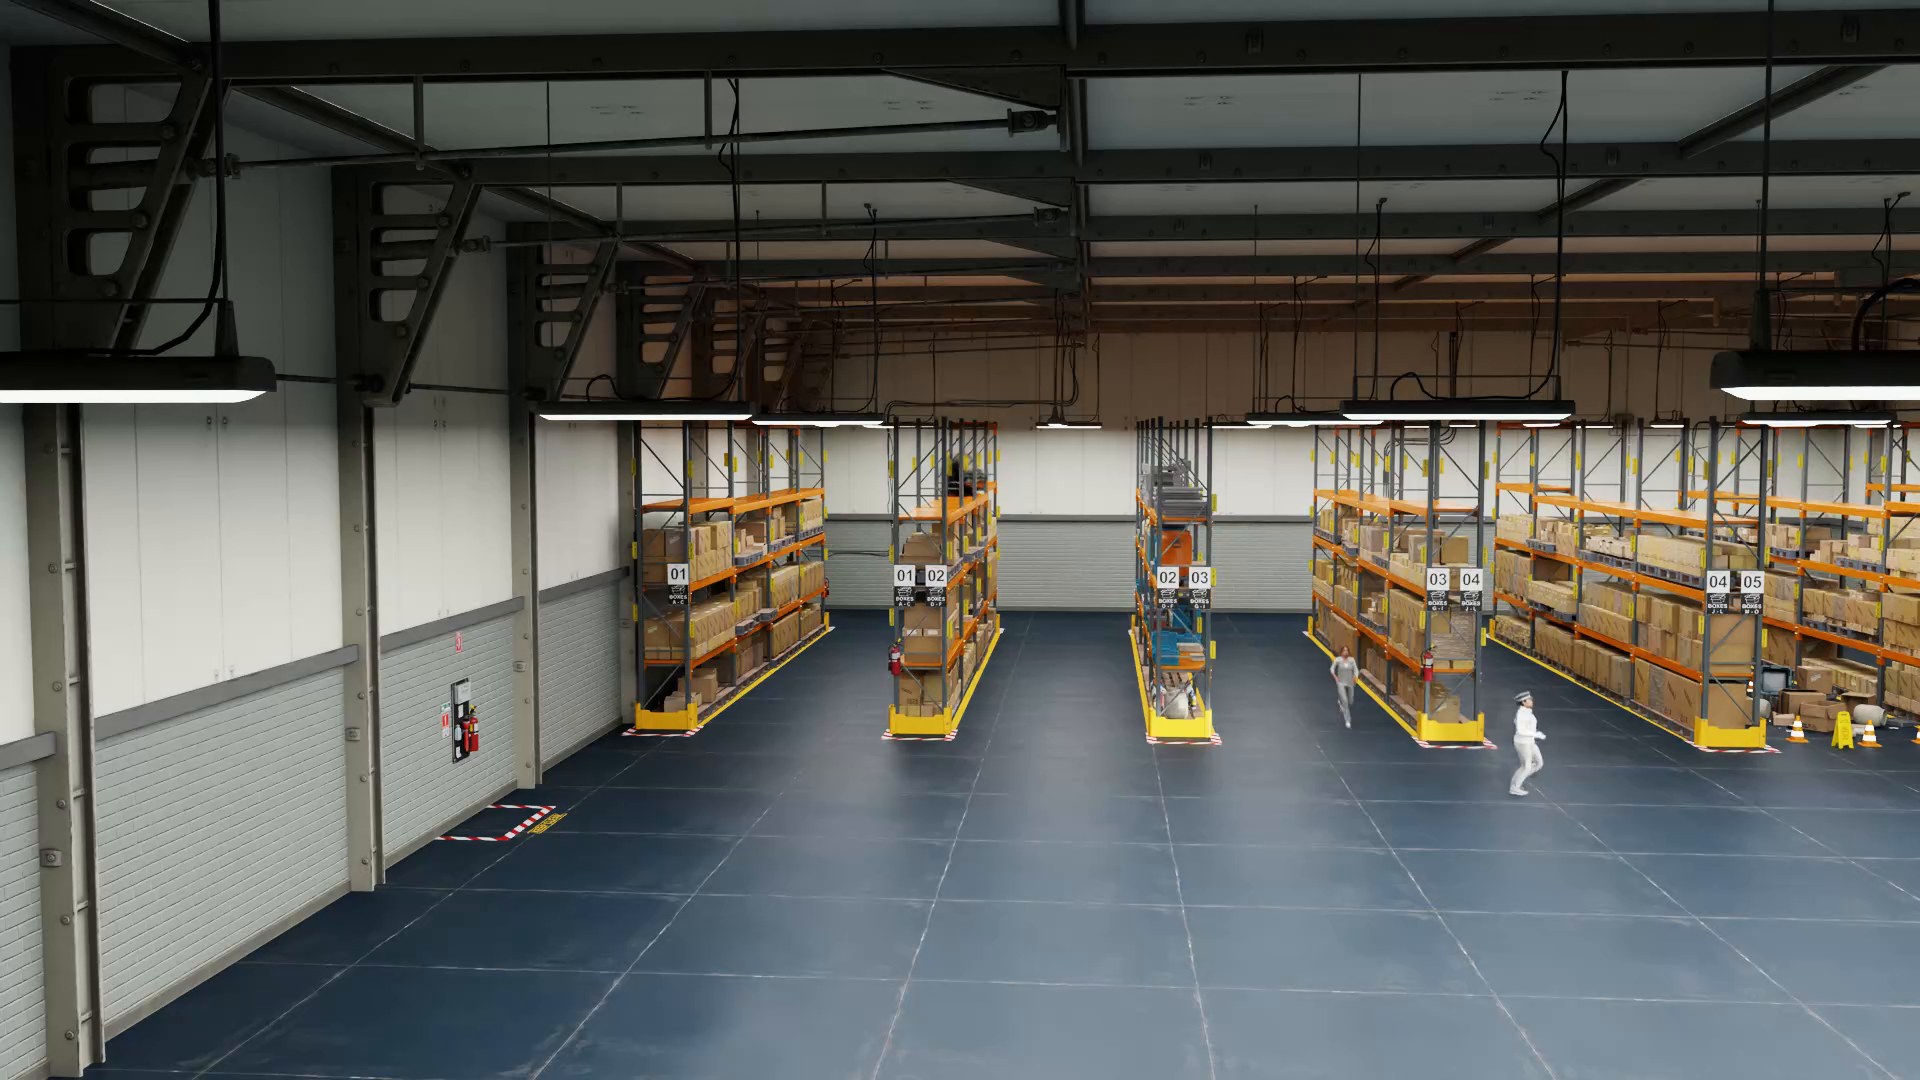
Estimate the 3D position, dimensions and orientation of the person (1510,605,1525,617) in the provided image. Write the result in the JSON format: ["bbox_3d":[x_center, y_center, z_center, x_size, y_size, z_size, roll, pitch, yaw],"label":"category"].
[{"bbox_3d":[15.850,1.758,47.244,0.953,1.744,0.724,3,5,38],"label":"person"}]

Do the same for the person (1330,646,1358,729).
[{"bbox_3d":[7.509,2.843,32.471,0.521,1.577,0.906,0,4,-4],"label":"person"}]

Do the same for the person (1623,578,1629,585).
[{"bbox_3d":[18.942,1.785,47.292,0.808,1.727,0.676,1,4,10],"label":"person"}]

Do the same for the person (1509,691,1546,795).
[{"bbox_3d":[8.928,3.182,26.078,0.559,1.652,0.585,2,4,31],"label":"person"}]
